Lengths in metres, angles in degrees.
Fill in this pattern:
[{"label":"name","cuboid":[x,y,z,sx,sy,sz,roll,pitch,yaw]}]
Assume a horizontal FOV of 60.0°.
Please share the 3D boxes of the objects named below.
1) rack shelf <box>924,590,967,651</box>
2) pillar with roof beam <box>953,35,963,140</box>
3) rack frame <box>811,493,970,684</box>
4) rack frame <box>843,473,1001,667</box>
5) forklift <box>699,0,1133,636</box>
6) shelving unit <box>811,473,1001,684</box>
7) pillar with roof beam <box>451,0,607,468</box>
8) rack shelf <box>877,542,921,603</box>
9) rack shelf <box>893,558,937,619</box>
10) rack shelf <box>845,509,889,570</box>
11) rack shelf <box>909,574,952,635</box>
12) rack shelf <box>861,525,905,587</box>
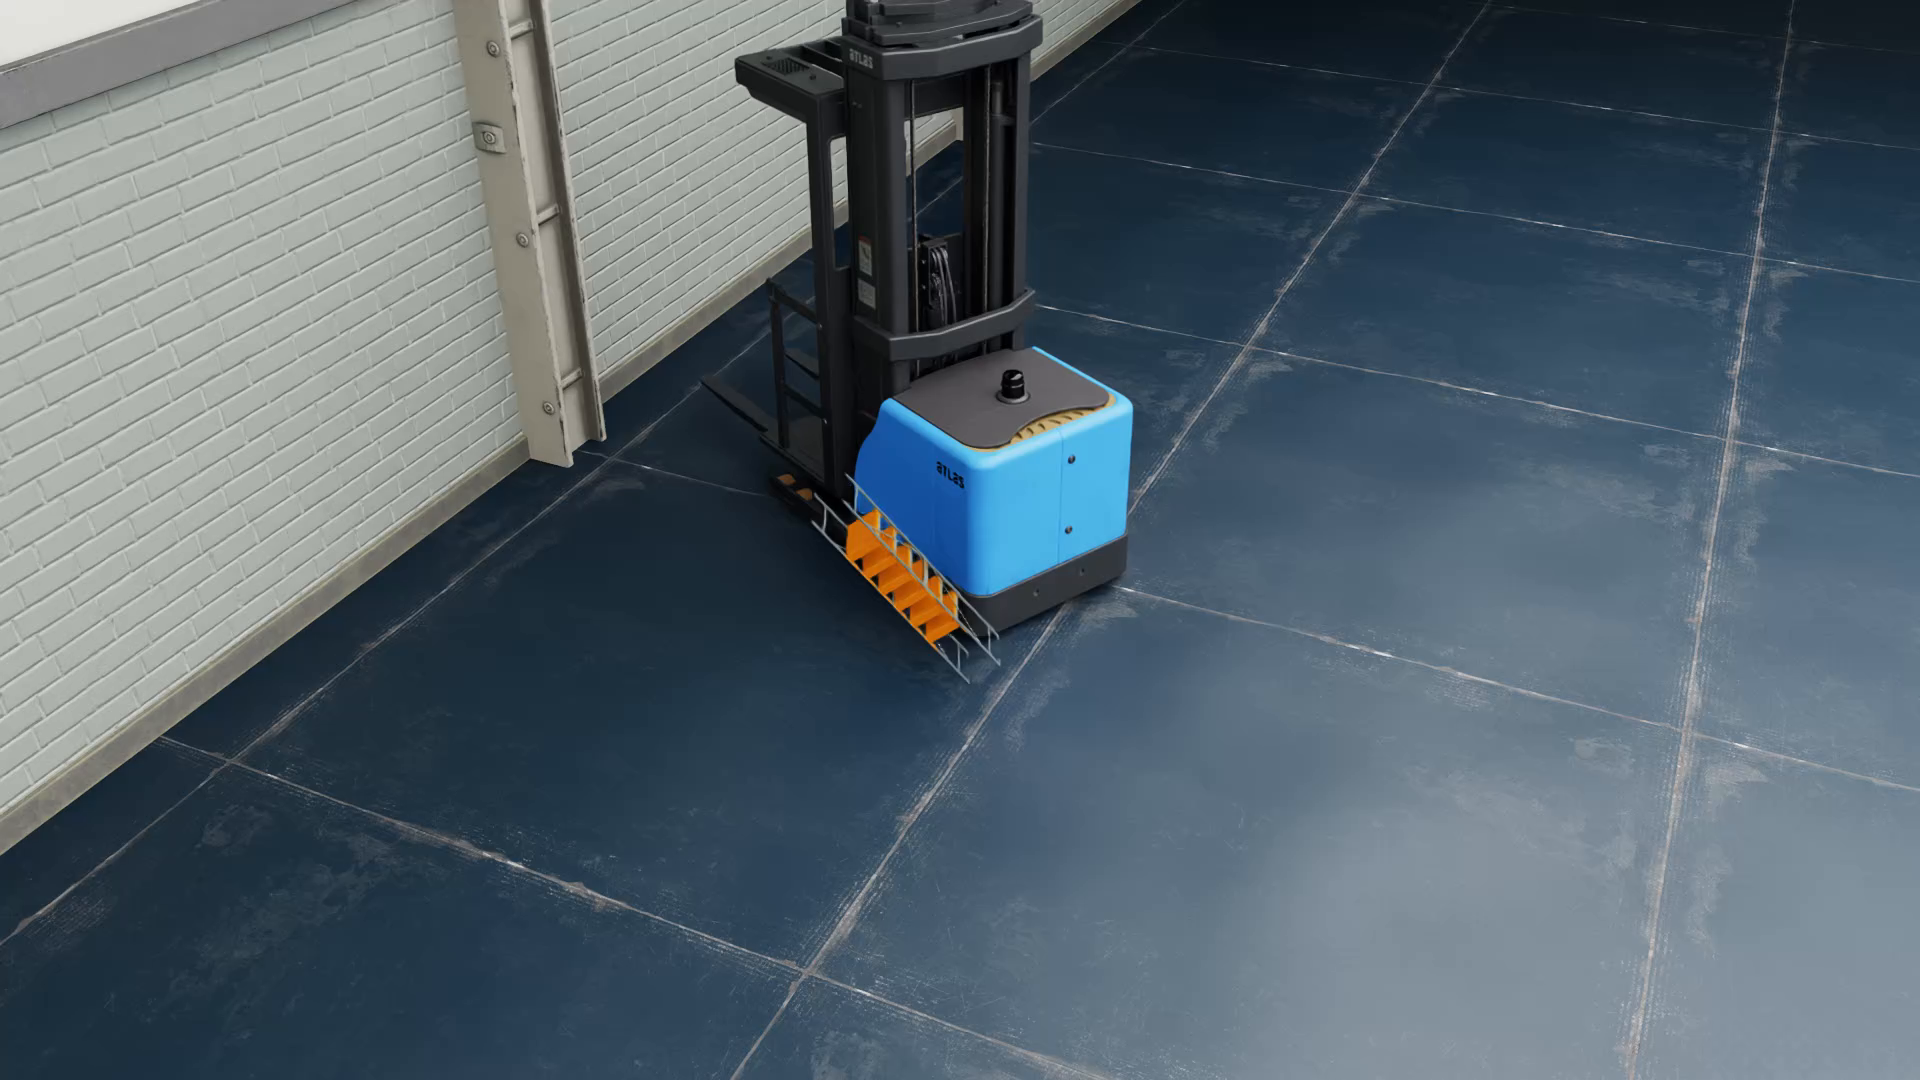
[{"label":"rack shelf","cuboid":[-0.070,0.378,7.961,0.180,0.103,0.258,-31,31,20]},{"label":"pillar with roof beam","cuboid":[4.064,-6.321,10.552,9.100,9.000,0.400,14,36,20]},{"label":"rack frame","cuboid":[-0.312,0.239,7.854,0.006,1.200,0.240,-31,31,20]},{"label":"rack frame","cuboid":[-0.165,0.150,7.793,0.006,1.200,0.240,-31,31,20]},{"label":"forklift","cuboid":[-0.422,-1.495,8.726,1.130,2.935,3.031,-23,40,-31]},{"label":"shelving unit","cuboid":[-0.239,0.195,7.823,0.189,1.200,0.258,-31,31,20]},{"label":"pillar with roof beam","cuboid":[1.553,-3.333,5.995,9.100,9.000,0.400,14,36,20]},{"label":"rack shelf","cuboid":[-0.284,0.146,7.787,0.180,0.103,0.258,-31,31,20]},{"label":"rack shelf","cuboid":[-0.212,0.223,7.845,0.180,0.103,0.258,-31,31,20]},{"label":"rack shelf","cuboid":[-0.426,-0.009,7.671,0.180,0.103,0.258,-31,31,20]},{"label":"rack shelf","cuboid":[-0.141,0.301,7.903,0.180,0.103,0.258,-31,31,20]},{"label":"rack shelf","cuboid":[-0.355,0.068,7.729,0.180,0.103,0.258,-31,31,20]}]
